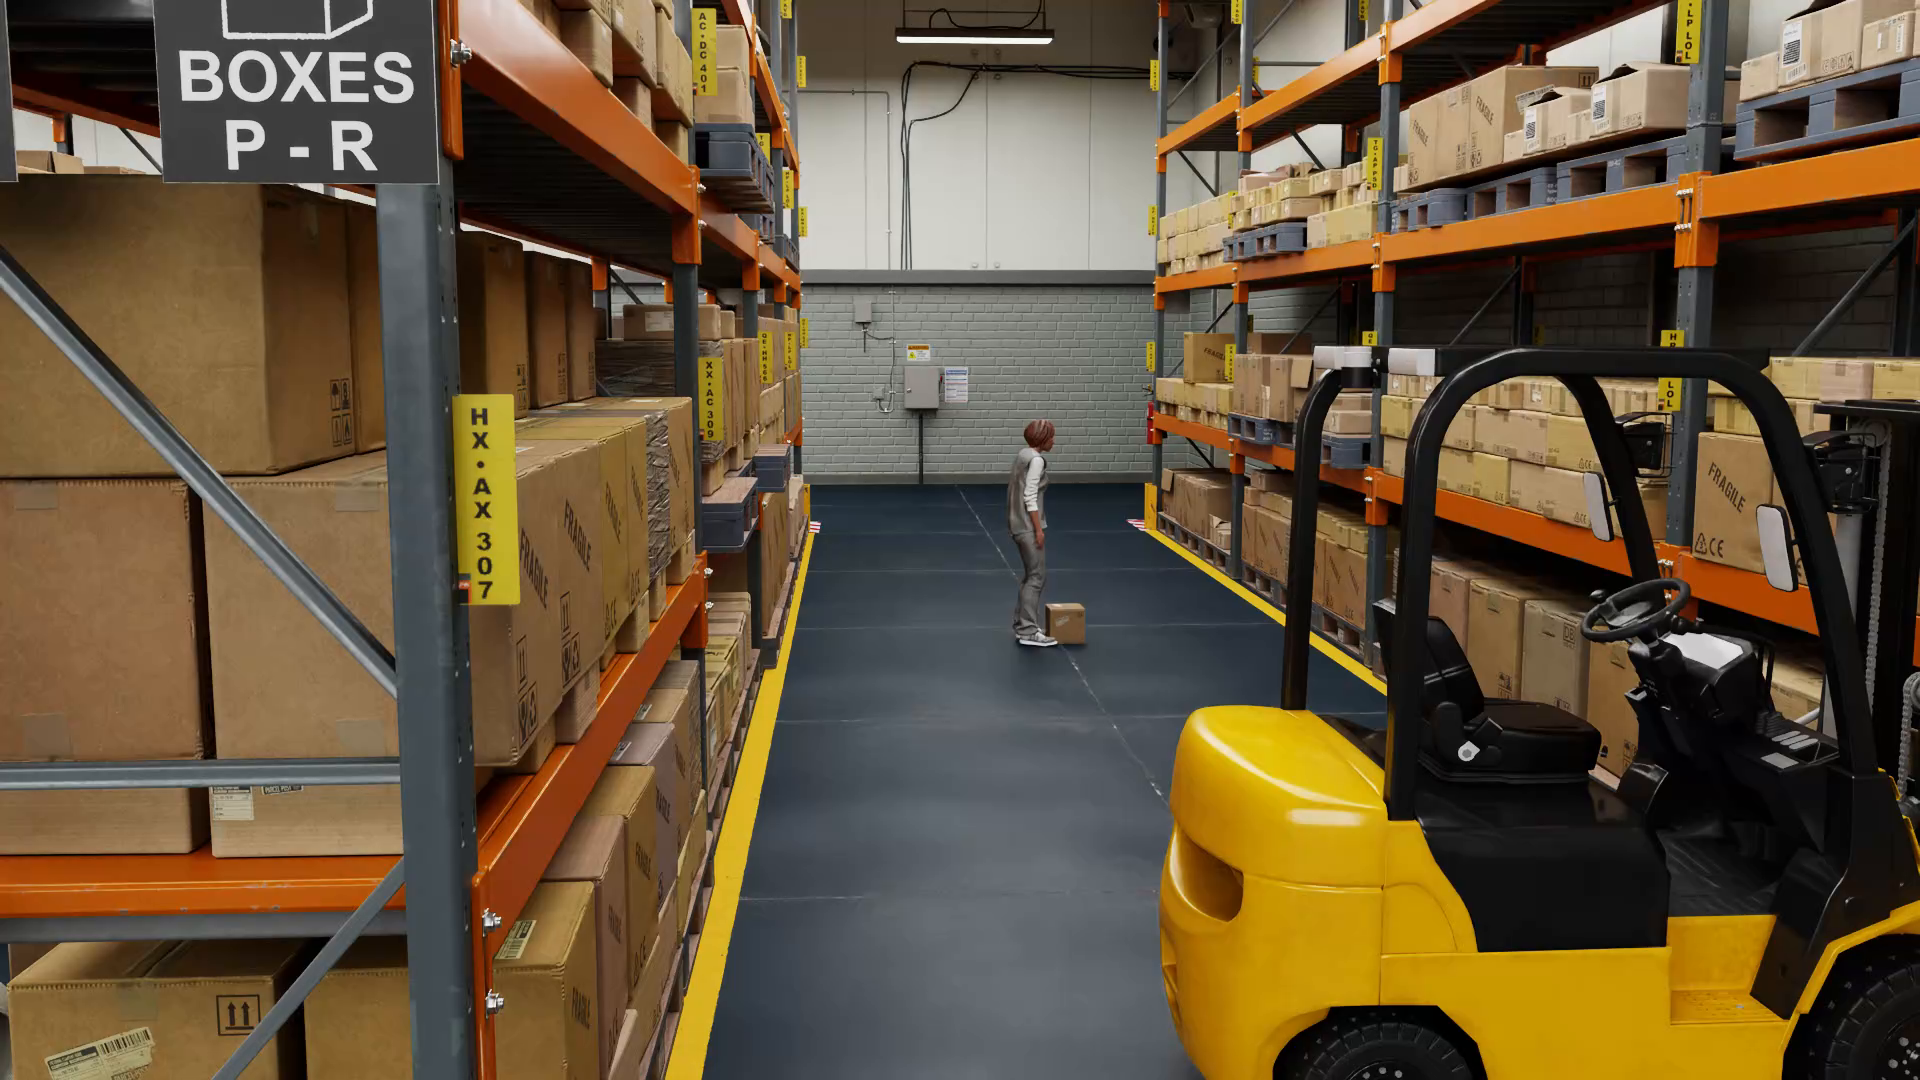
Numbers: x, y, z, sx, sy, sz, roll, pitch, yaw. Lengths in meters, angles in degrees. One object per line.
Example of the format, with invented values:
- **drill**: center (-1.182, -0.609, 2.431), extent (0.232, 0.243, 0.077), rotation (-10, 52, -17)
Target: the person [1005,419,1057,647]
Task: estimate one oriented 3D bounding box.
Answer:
- **person**: center (0.506, -0.063, 11.814), extent (0.347, 1.592, 0.475), rotation (-1, 7, -7)
